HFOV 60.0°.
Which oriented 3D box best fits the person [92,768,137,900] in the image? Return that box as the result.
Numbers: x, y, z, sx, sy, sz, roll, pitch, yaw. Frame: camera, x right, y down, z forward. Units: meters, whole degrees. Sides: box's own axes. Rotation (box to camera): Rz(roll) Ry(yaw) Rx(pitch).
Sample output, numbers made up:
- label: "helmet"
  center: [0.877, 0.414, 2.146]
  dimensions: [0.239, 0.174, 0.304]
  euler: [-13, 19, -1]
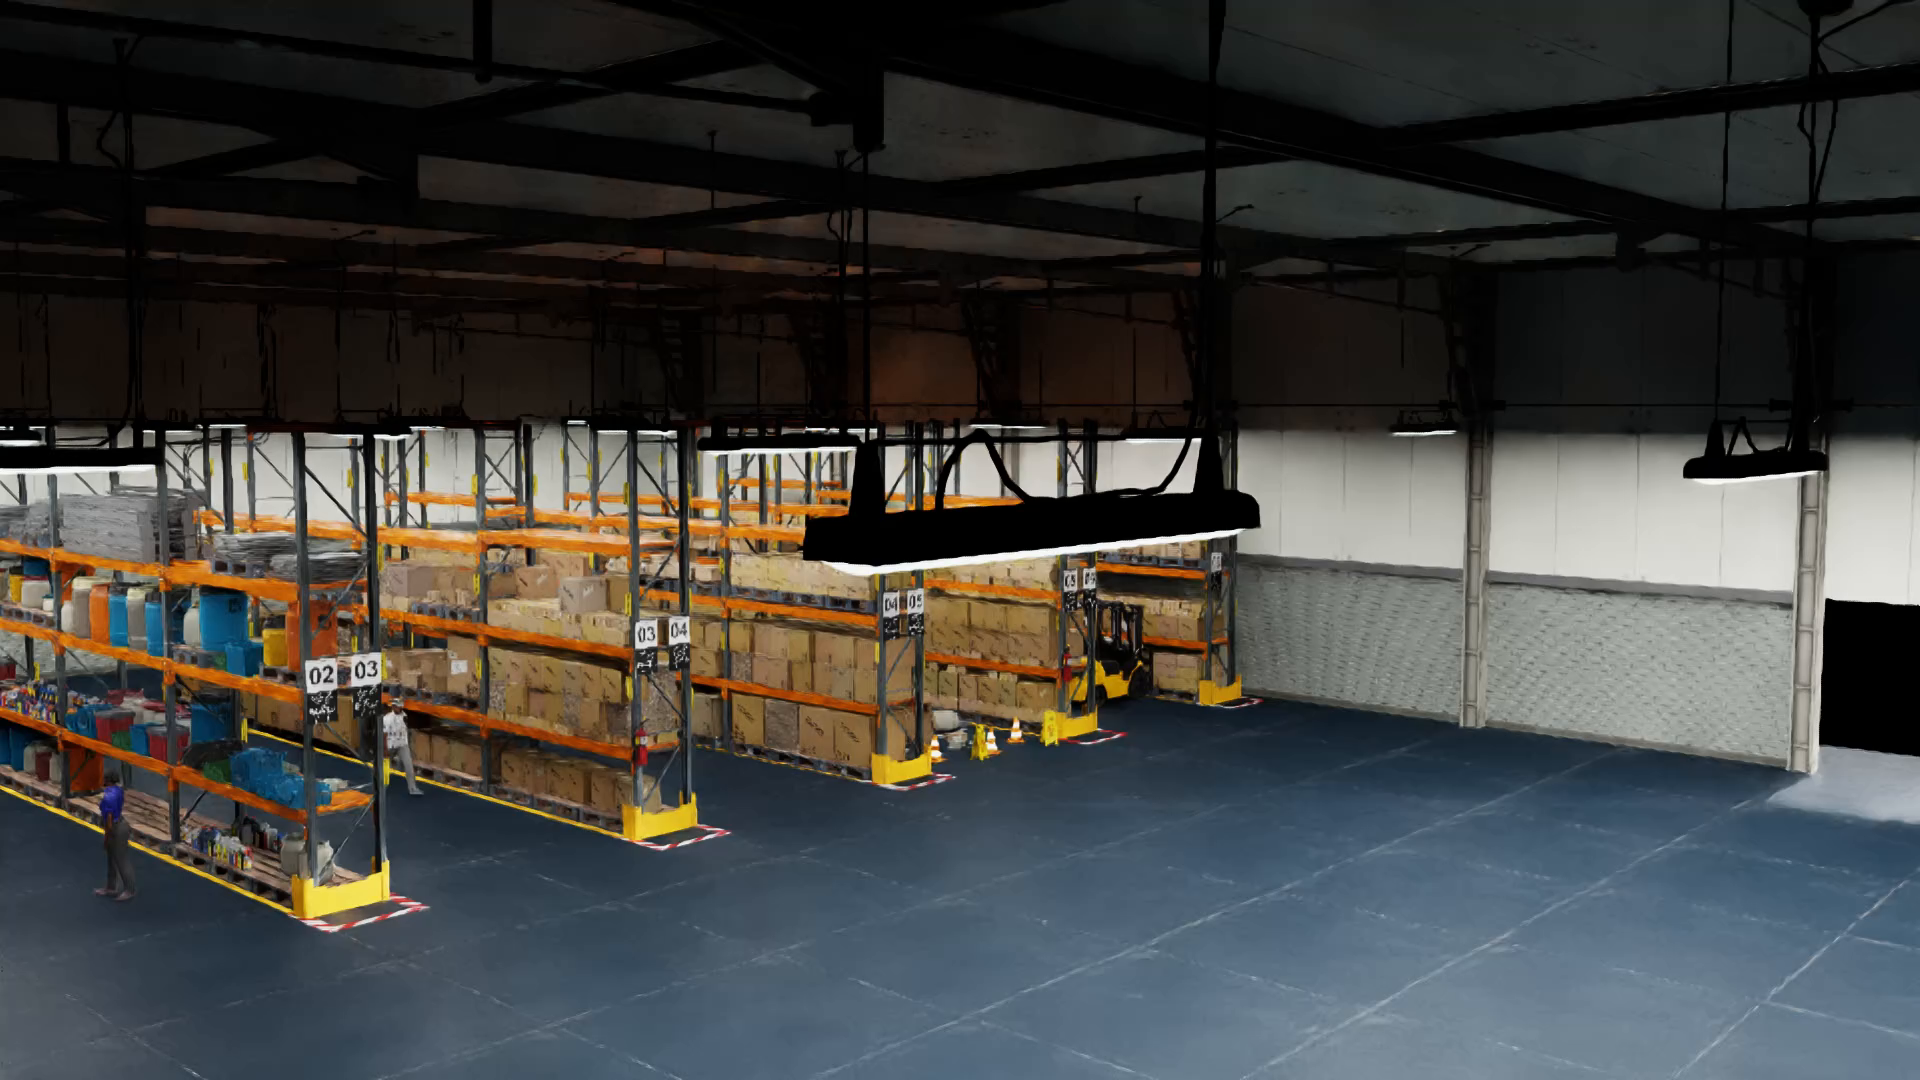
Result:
- label: "person"
  center: [-10.874, 3.749, 21.329]
  dimensions: [0.543, 1.652, 0.574]
  euler: [-2, 5, -20]

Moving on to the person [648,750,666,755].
- label: "person"
  center: [-5.482, 3.088, 30.054]
  dimensions: [0.517, 1.596, 0.625]
  euler: [4, 6, 40]

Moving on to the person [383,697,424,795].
- label: "person"
  center: [-9.136, 3.324, 26.946]
  dimensions: [1.088, 1.578, 0.456]
  euler: [5, 7, 45]
